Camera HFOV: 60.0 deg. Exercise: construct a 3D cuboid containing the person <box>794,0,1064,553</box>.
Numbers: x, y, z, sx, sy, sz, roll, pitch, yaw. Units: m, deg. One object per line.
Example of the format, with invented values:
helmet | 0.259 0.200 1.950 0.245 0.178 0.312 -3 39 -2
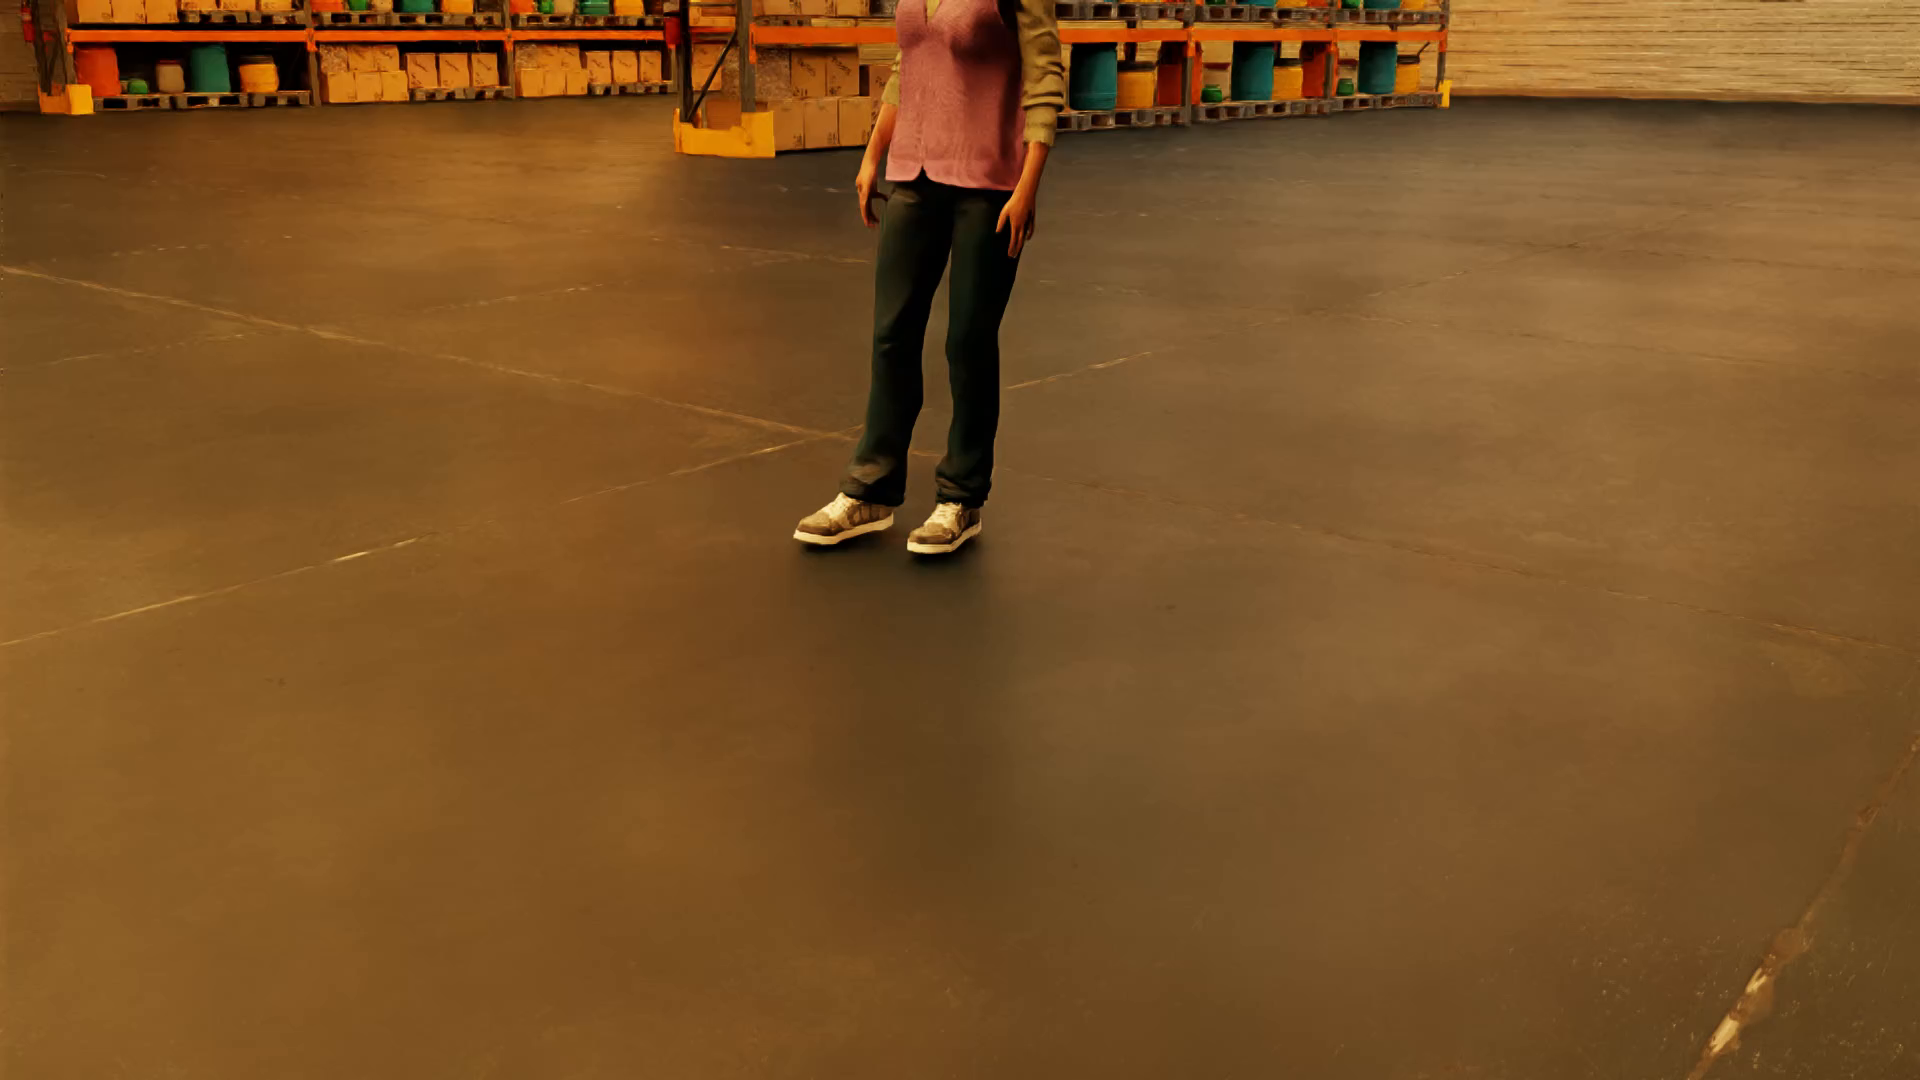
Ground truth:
person | -0.058 -0.757 3.662 0.520 1.597 0.474 13 21 37
